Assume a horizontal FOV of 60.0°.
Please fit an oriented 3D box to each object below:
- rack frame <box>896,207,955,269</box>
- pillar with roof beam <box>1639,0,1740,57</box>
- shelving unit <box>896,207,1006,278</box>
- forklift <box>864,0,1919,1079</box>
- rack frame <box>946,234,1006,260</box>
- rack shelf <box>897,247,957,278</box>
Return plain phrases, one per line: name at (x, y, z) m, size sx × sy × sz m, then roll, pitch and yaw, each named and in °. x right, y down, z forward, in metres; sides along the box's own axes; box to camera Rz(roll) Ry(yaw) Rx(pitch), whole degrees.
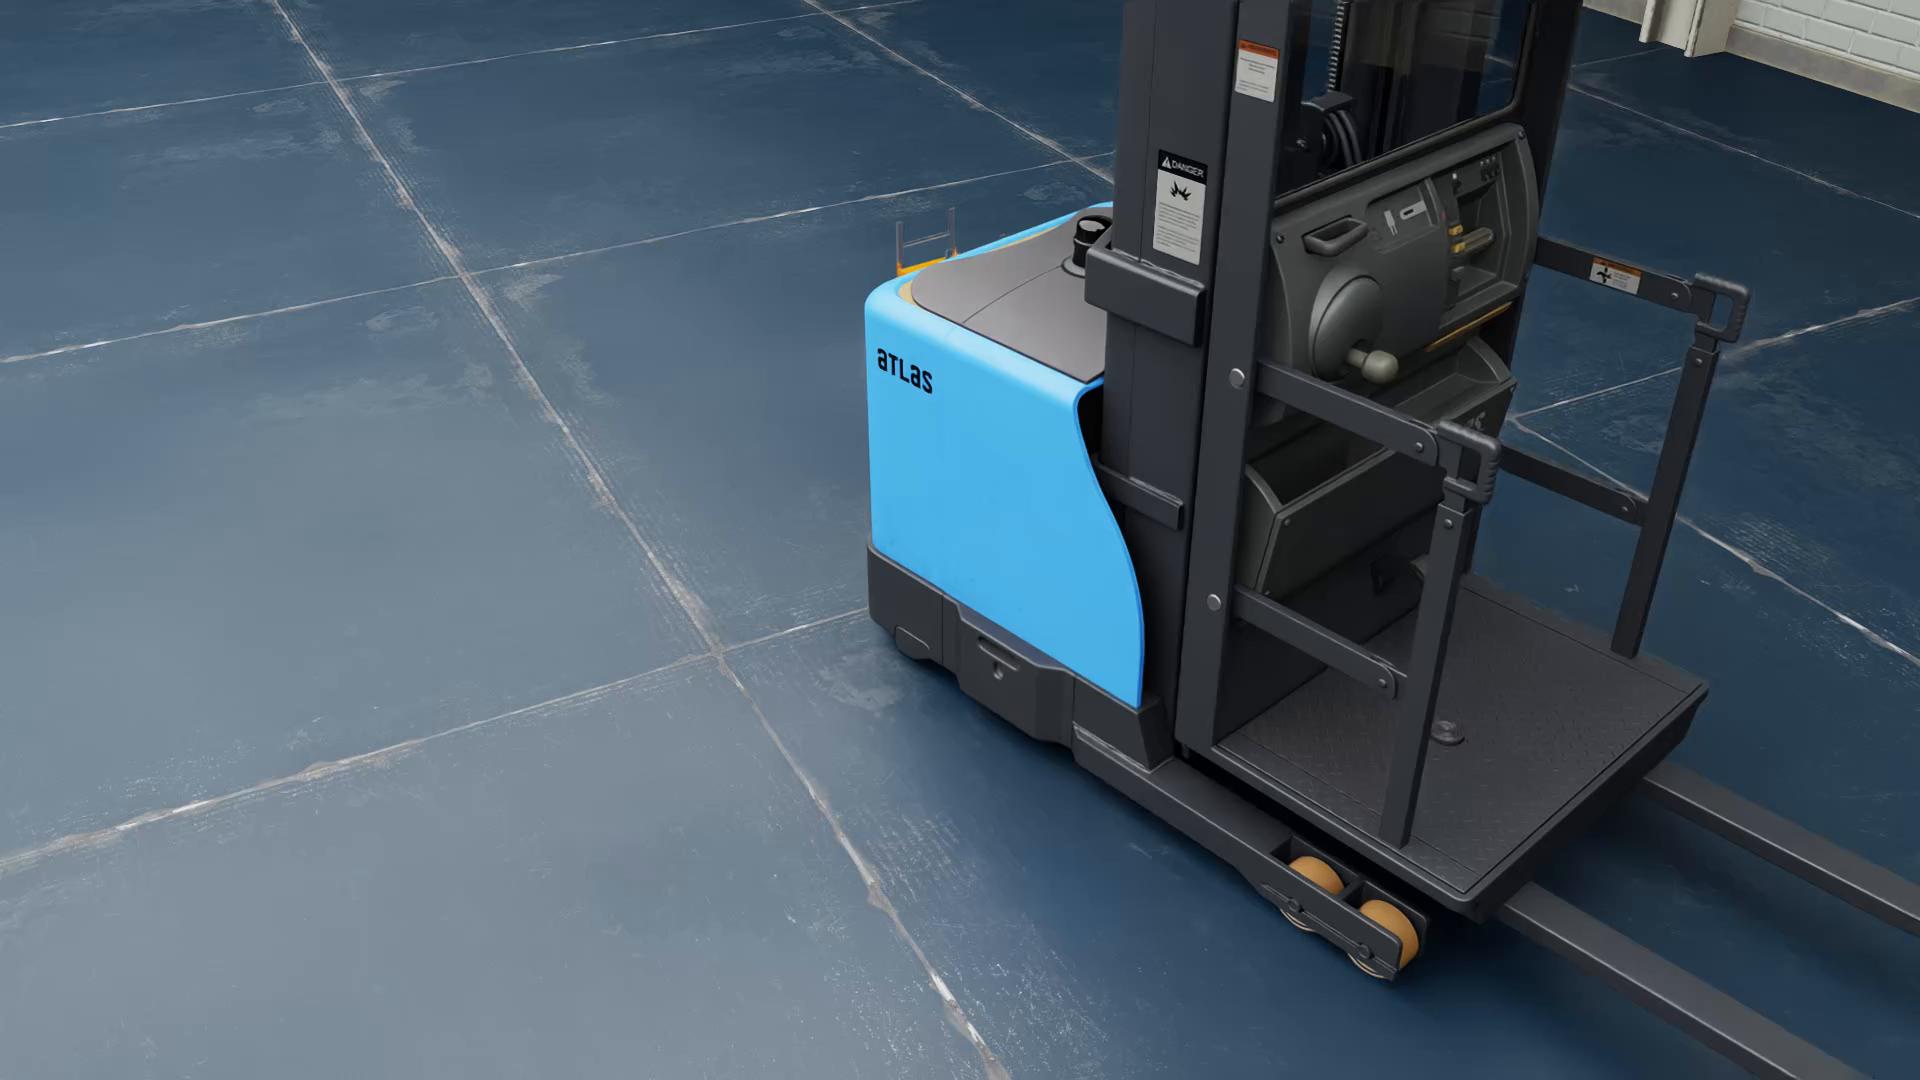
rack frame at (-0.098, -0.486, 5.036) m, size 0.200 × 1.050 × 0.008 m, roll -21°, pitch 38°, yaw -29°
pillar with roof beam at (0.453, -5.624, 5.686) m, size 9.100 × 9.000 × 0.400 m, roll -16°, pitch 36°, yaw -23°
shelving unit at (-0.027, -0.433, 4.952) m, size 0.215 × 1.050 × 0.252 m, roll -21°, pitch 38°, yaw -29°
forklift at (1.111, -0.572, 3.426) m, size 1.130 × 2.935 × 3.031 m, roll -27°, pitch 41°, yaw -35°
rack frame at (0.044, -0.379, 4.869) m, size 0.200 × 1.050 × 0.008 m, roll -21°, pitch 38°, yaw -29°
rack shelf at (-0.027, -0.663, 4.805) m, size 0.215 × 0.259 × 0.240 m, roll -21°, pitch 38°, yaw -29°
